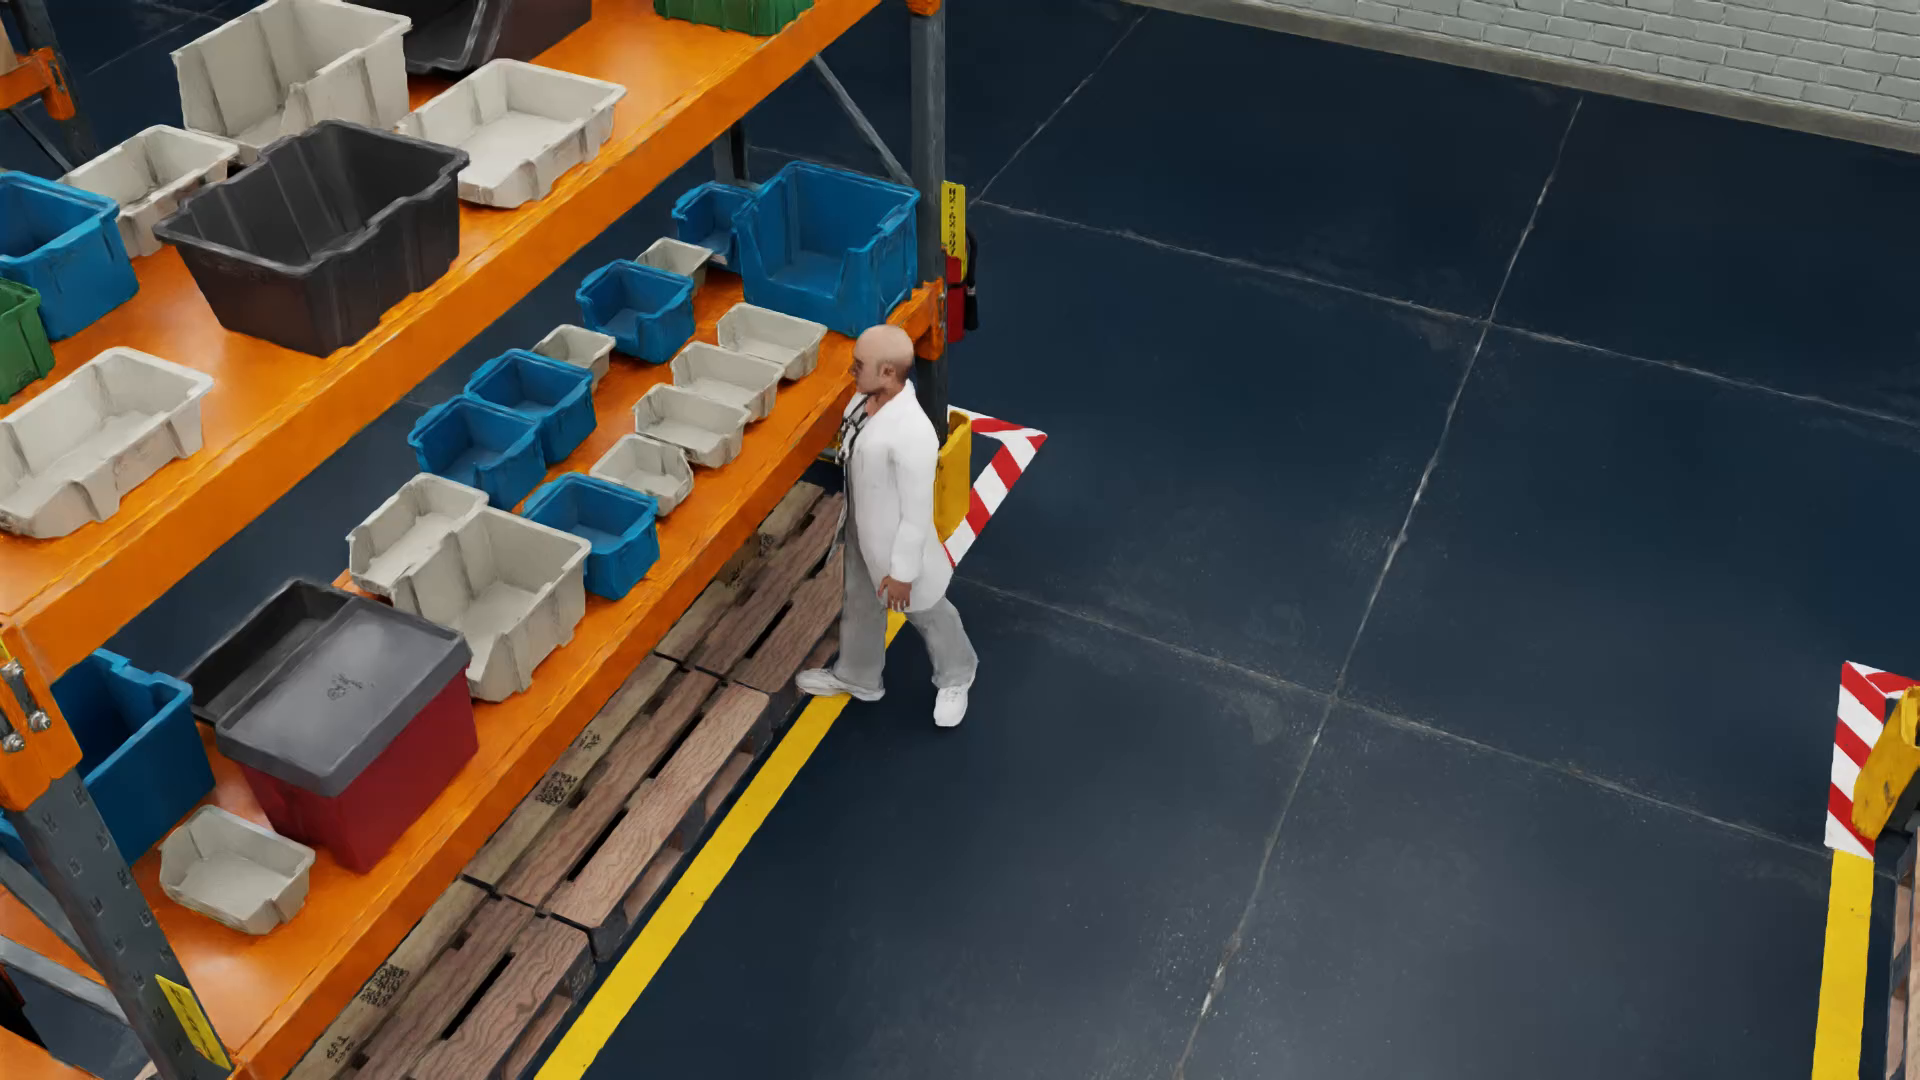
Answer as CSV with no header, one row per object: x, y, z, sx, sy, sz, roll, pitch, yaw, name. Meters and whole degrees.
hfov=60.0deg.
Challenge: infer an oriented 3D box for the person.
-0.276,-0.043,6.210,0.705,1.772,0.685,-16,44,-17,person
